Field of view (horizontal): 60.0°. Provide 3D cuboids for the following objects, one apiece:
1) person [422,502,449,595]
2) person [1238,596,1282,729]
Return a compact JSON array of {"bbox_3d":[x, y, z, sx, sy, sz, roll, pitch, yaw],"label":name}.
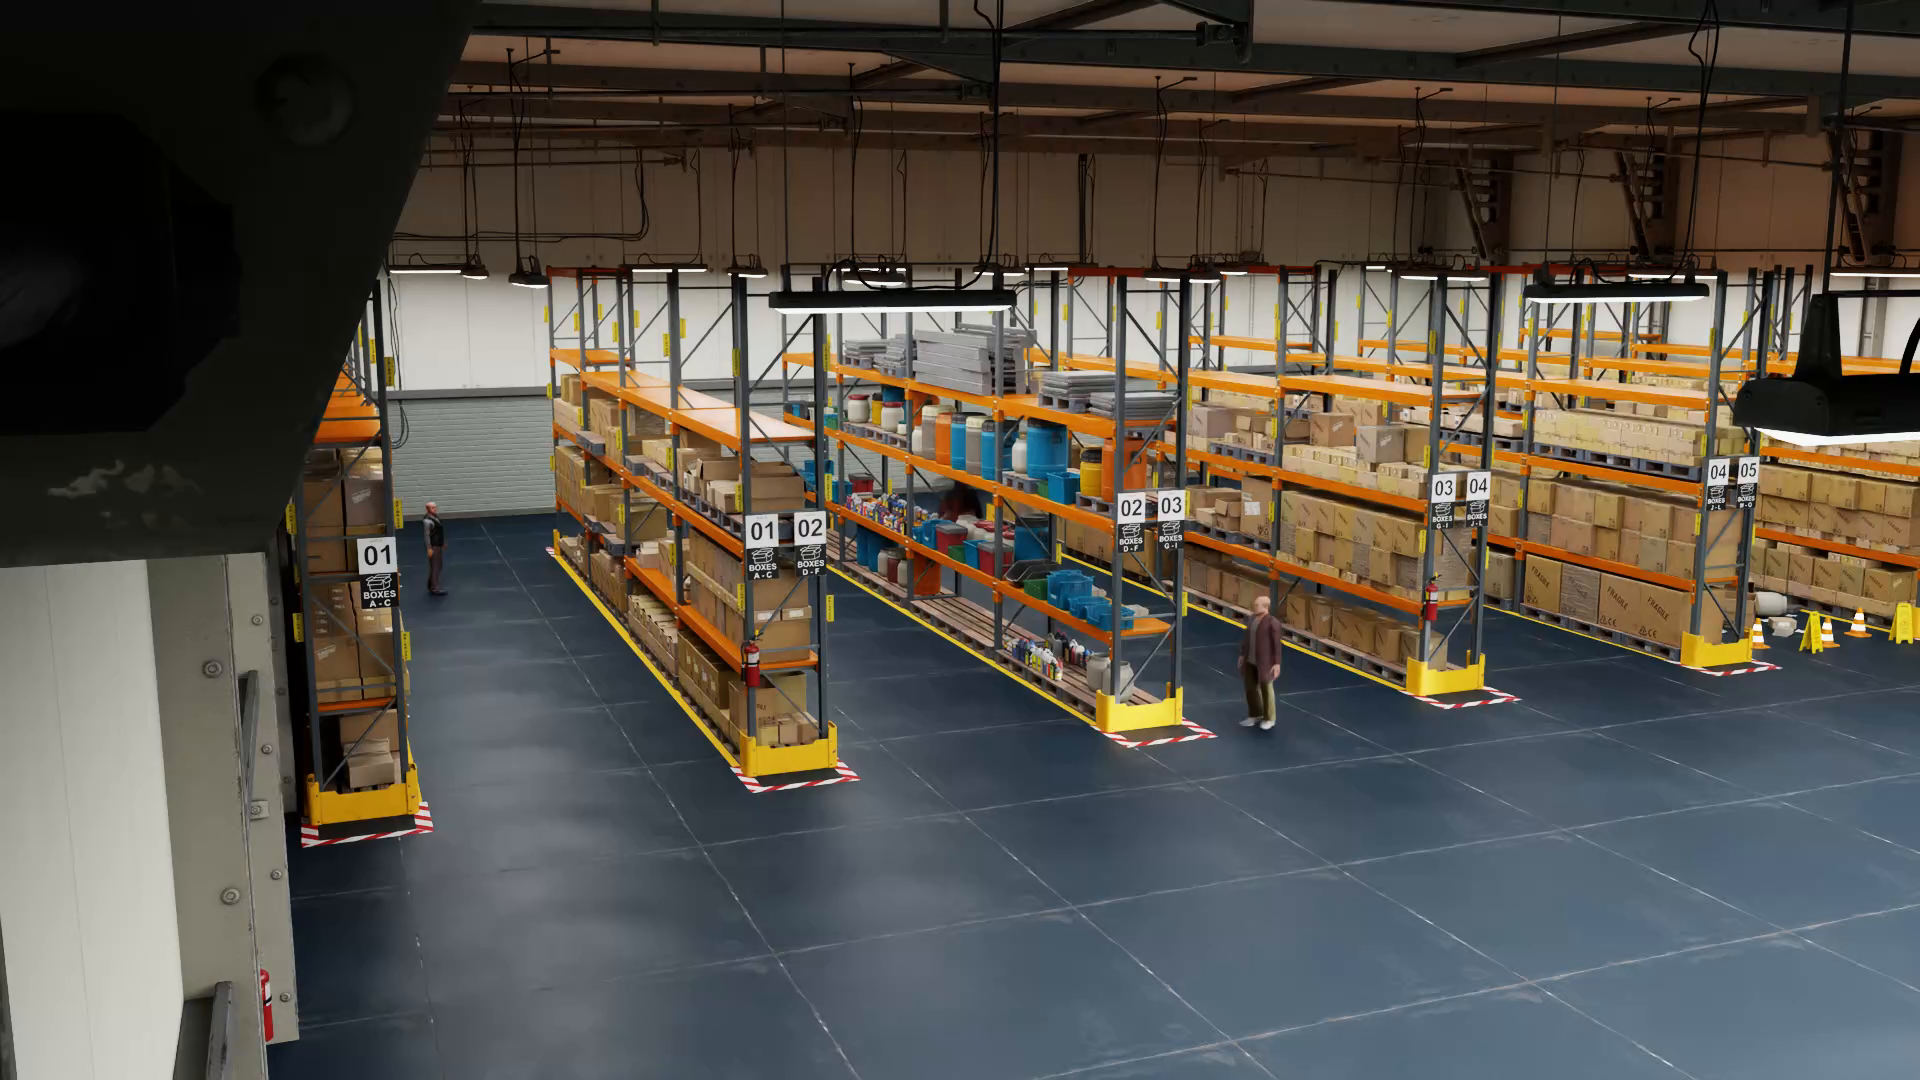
[{"bbox_3d":[-9.751,0.146,30.903,0.432,1.749,0.585,-3,10,-17],"label":"person"},{"bbox_3d":[4.004,1.635,22.181,0.394,1.822,0.684,-9,13,-41],"label":"person"}]
